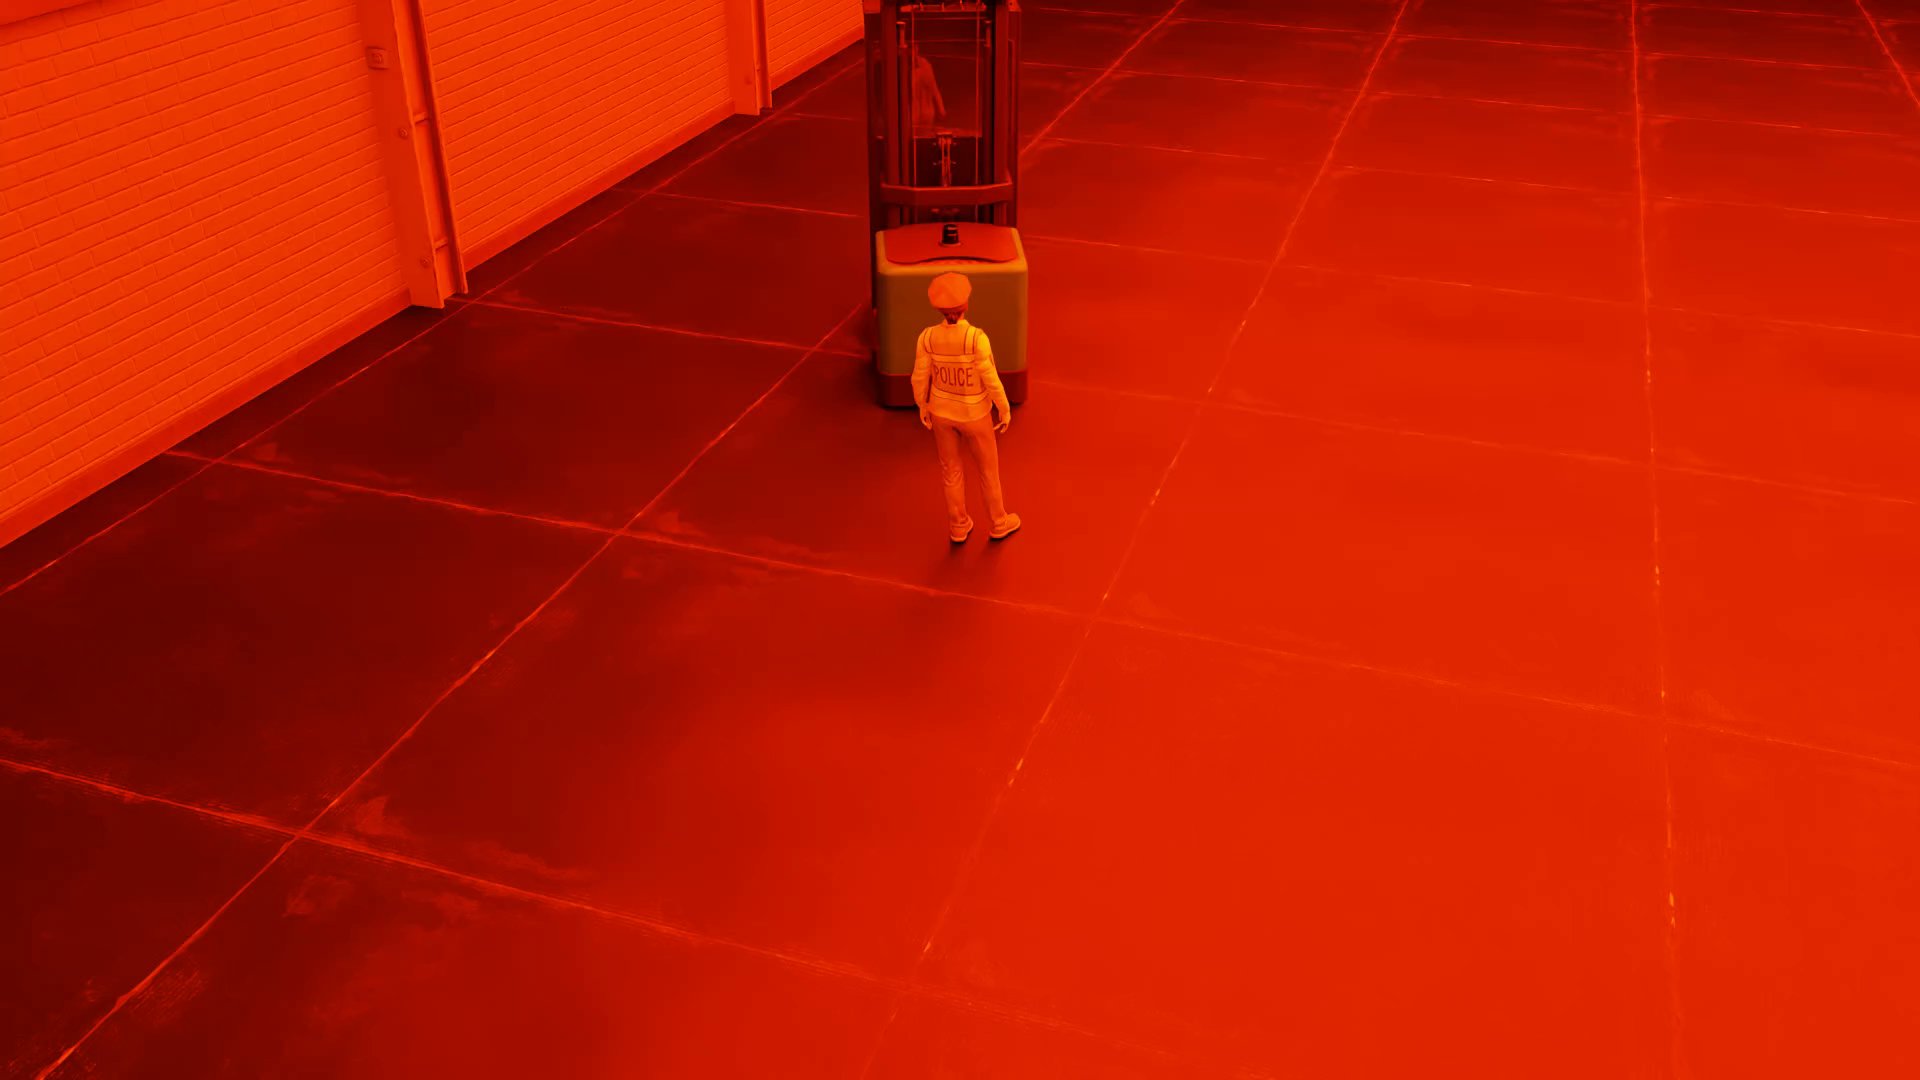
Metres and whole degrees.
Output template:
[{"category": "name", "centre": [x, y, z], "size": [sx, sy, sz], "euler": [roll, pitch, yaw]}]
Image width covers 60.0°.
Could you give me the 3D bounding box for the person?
[{"category": "person", "centre": [0.029, -0.774, 9.728], "size": [0.586, 1.694, 0.530], "euler": [10, 31, 16]}]

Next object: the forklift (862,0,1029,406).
[{"category": "forklift", "centre": [-0.140, -2.903, 12.228], "size": [1.130, 2.935, 3.031], "euler": [-2, 30, -3]}]
